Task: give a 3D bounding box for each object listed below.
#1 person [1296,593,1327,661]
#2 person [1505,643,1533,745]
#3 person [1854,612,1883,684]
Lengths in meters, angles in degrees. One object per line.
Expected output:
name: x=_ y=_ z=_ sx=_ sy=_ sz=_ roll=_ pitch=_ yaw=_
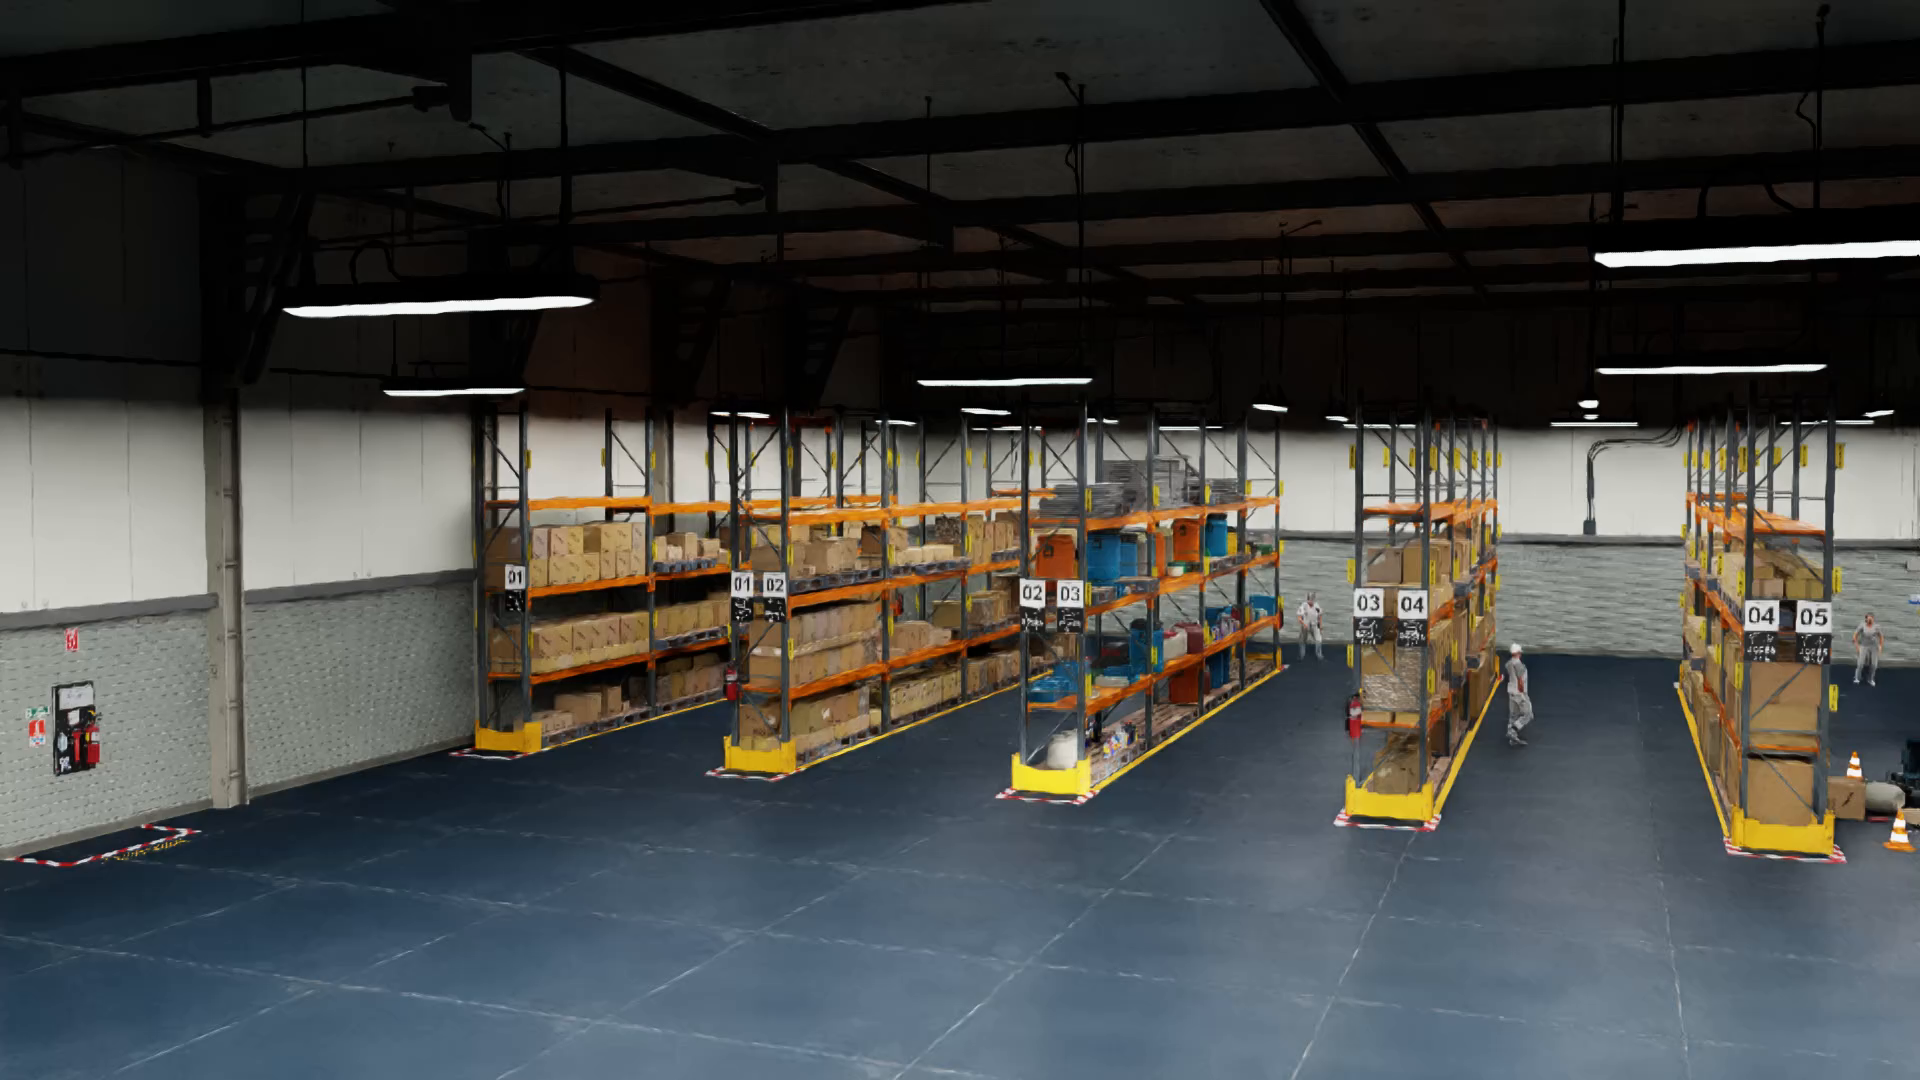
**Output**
person: x=8.694 y=2.143 z=41.230 sx=0.701 sy=1.693 sz=0.857 roll=0 pitch=3 yaw=4
person: x=9.706 y=2.695 z=29.005 sx=0.444 sy=1.786 sz=0.598 roll=0 pitch=3 yaw=-4
person: x=20.184 y=2.385 z=36.965 sx=0.580 sy=1.585 sz=0.507 roll=1 pitch=3 yaw=19
